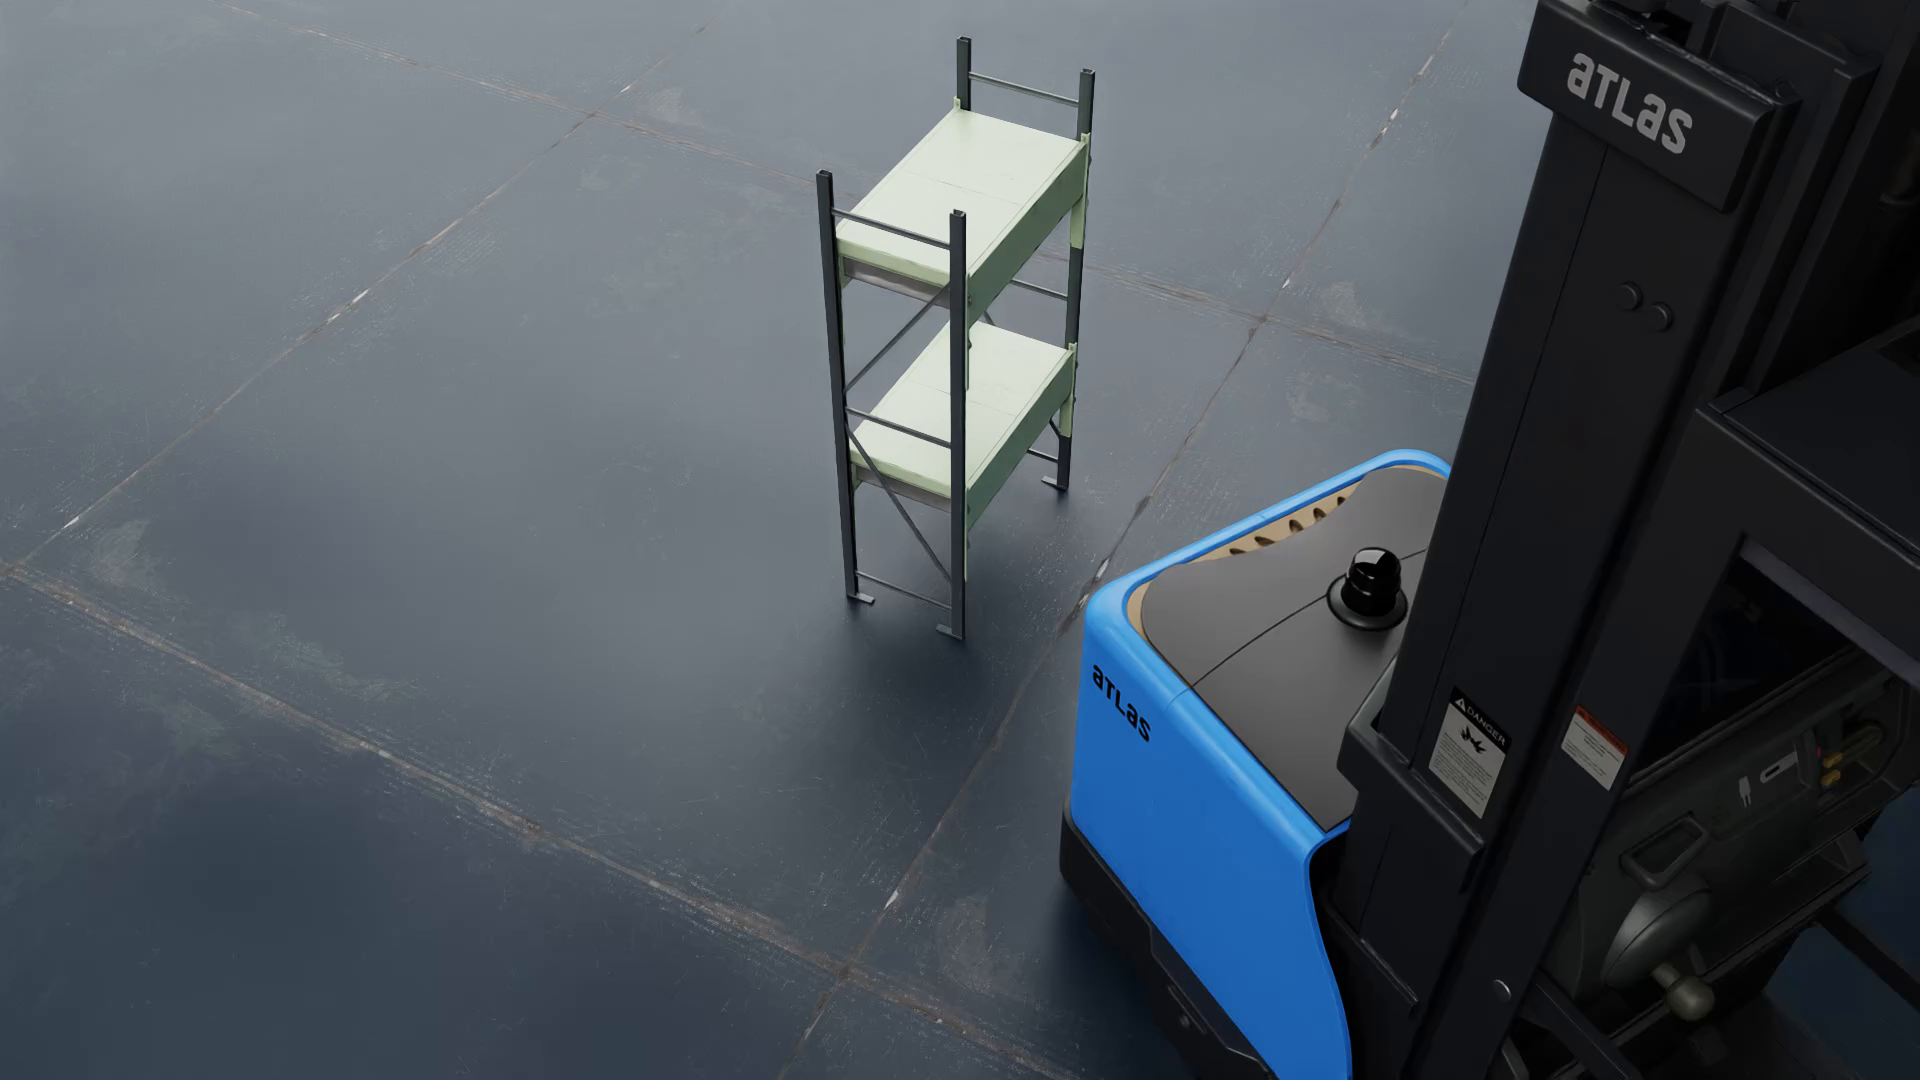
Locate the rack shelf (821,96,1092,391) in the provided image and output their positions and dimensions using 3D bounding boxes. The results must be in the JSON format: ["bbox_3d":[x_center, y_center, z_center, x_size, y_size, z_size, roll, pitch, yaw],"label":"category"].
[{"bbox_3d":[0.003,-0.806,4.443,0.431,0.370,0.720,20,49,19],"label":"rack shelf"}]

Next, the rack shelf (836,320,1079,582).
[{"bbox_3d":[0.003,-0.302,4.953,0.431,0.370,0.720,20,49,19],"label":"rack shelf"}]

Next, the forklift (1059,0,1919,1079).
[{"bbox_3d":[1.461,0.554,2.642,1.130,2.935,3.031,-24,50,-22],"label":"forklift"}]

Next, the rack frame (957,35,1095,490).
[{"bbox_3d":[0.173,-0.762,4.949,0.400,1.500,0.023,20,49,19],"label":"rack frame"}]

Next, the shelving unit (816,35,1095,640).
[{"bbox_3d":[0.003,-0.531,4.721,0.431,1.500,0.755,20,49,19],"label":"shelving unit"}]

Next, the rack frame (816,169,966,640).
[{"bbox_3d":[-0.167,-0.301,4.493,0.400,1.500,0.023,20,49,19],"label":"rack frame"}]
